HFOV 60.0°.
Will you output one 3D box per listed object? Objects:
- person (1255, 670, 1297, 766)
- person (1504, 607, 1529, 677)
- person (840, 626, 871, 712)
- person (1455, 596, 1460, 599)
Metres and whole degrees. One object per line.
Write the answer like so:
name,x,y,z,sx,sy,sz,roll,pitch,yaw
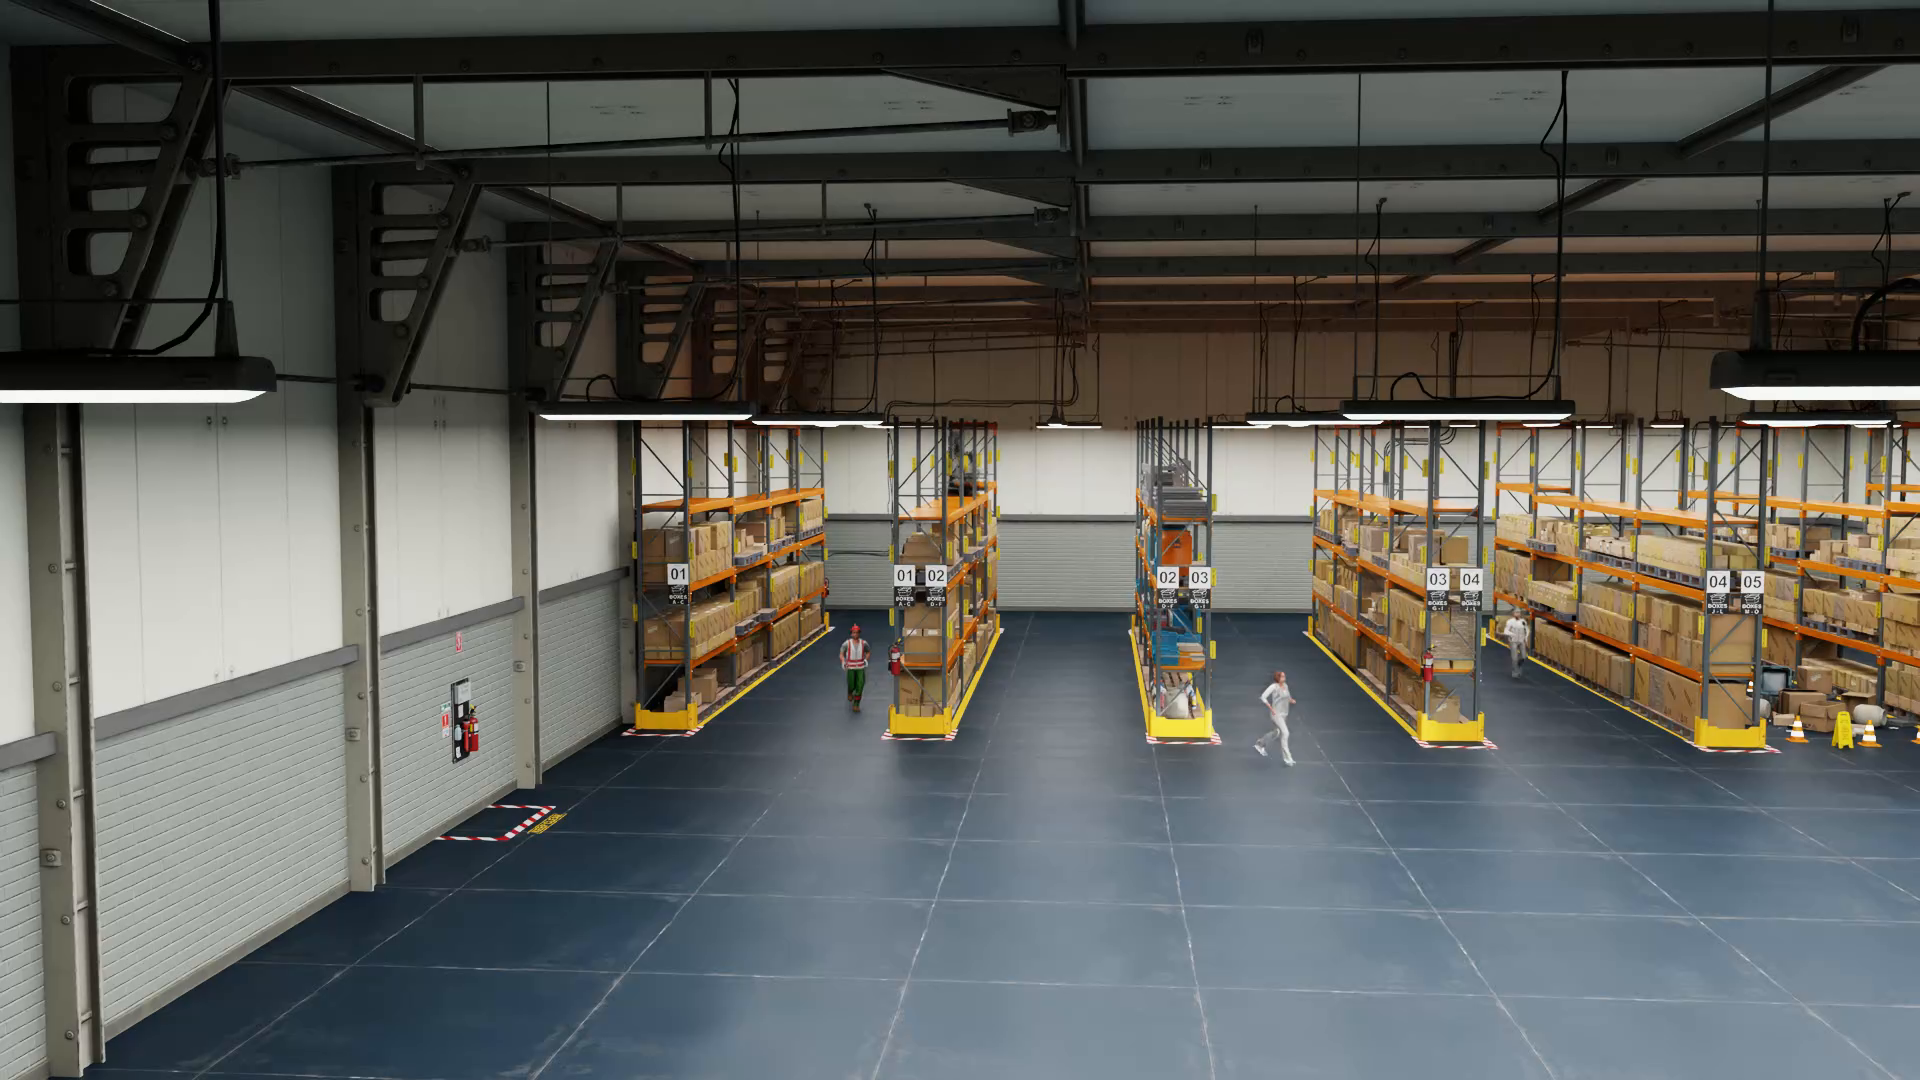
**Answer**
person,5.484,3.044,28.754,0.820,1.613,0.524,3,5,40
person,12.928,2.369,38.505,0.602,1.655,0.554,0,4,4
person,-2.134,2.627,34.113,0.655,1.739,0.610,-1,4,-11
person,13.459,1.987,45.217,0.600,1.572,0.748,1,4,12
